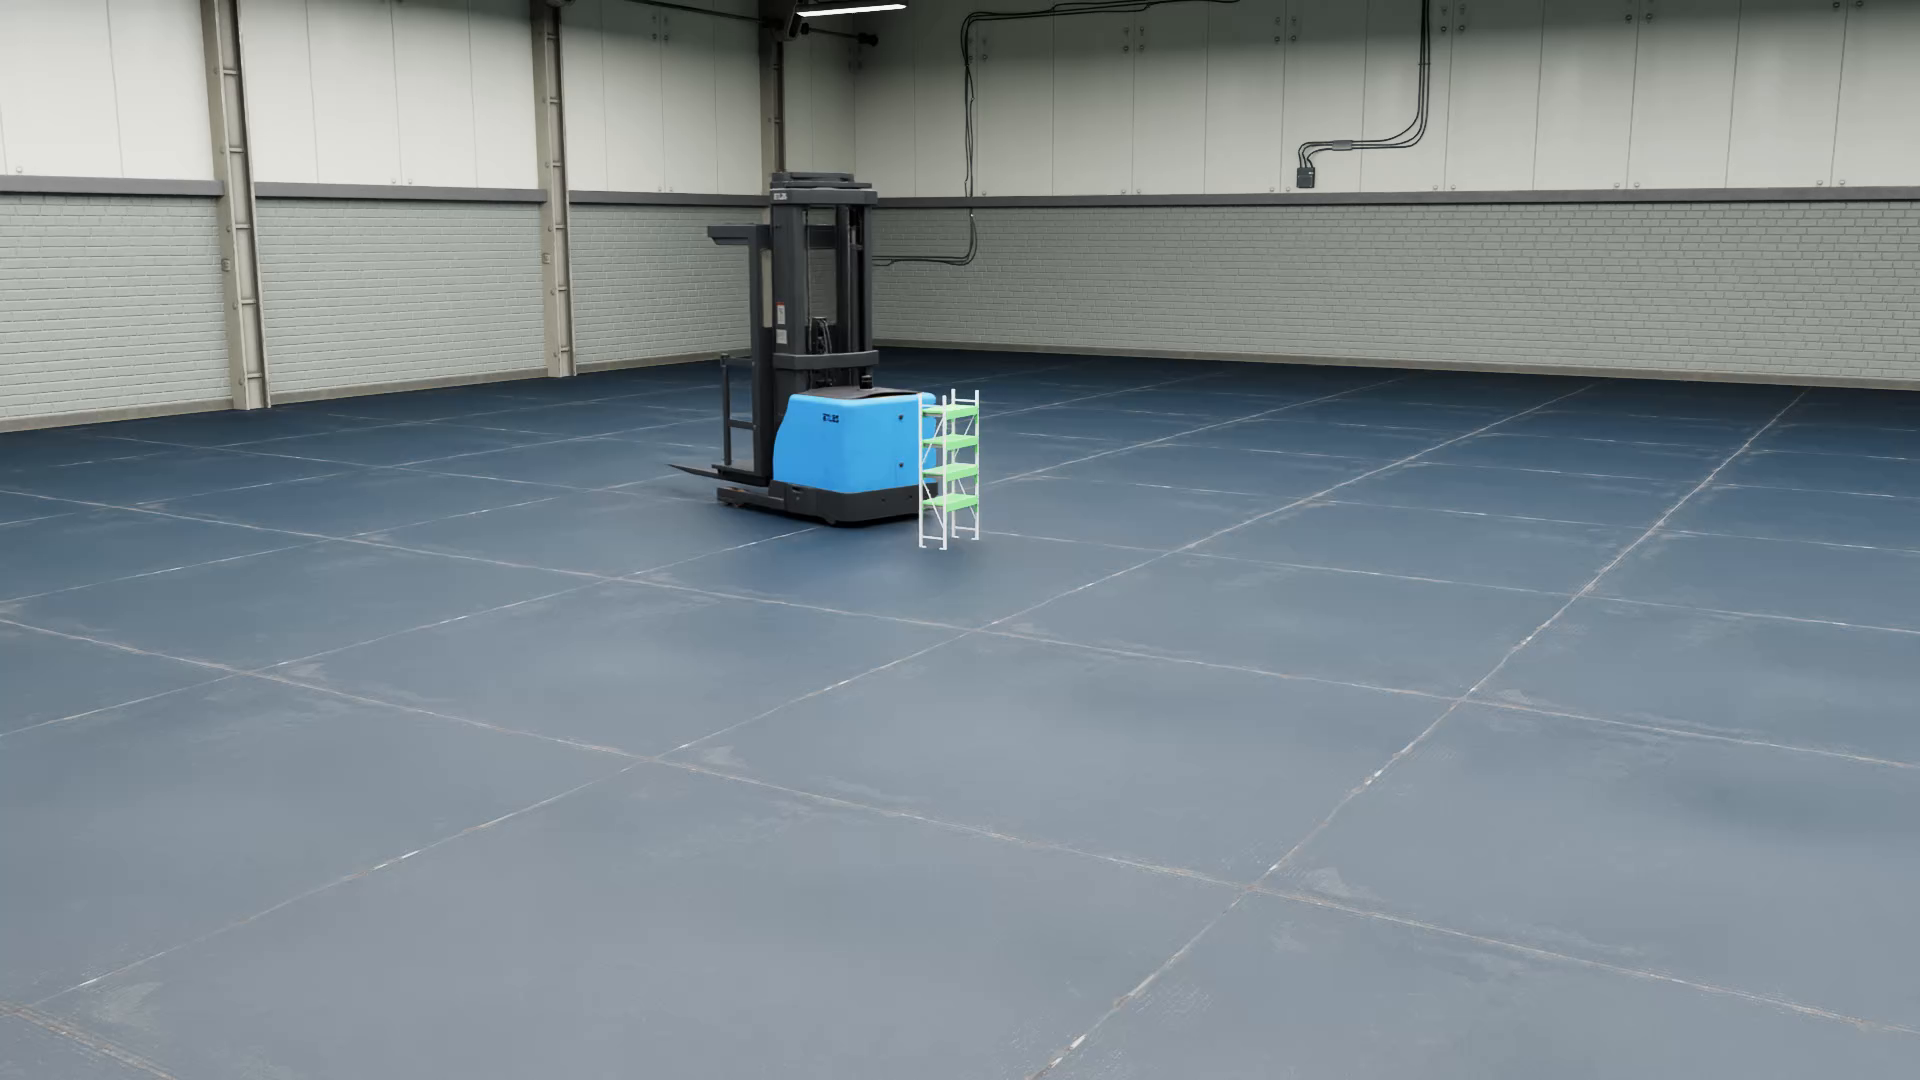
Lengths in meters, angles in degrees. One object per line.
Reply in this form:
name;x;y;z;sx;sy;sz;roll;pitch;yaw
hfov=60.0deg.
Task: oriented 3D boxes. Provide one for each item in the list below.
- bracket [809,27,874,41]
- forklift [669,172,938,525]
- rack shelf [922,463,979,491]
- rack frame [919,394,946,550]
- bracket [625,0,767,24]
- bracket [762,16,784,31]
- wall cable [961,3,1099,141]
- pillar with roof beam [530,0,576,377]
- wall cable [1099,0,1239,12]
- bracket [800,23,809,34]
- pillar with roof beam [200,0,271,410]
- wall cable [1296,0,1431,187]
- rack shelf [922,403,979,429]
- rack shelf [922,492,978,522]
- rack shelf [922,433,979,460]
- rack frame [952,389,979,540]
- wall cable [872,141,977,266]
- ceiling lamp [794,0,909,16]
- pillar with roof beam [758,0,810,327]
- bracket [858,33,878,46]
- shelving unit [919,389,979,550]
bracket;-2.210;-10.233;33.795;0.076;0.066;3.189;6;12;31
forklift;-1.549;-1.783;14.930;1.130;2.935;3.031;-9;14;-41
rack shelf;-0.086;-0.501;13.131;0.258;0.148;0.480;6;12;31
rack frame;-0.213;-0.525;12.914;0.240;1.200;0.015;6;12;31
bracket;-4.902;-9.418;29.438;0.076;0.066;4.783;6;12;31
bracket;-3.564;-9.823;31.603;0.235;0.232;0.430;6;12;31
wall cable;1.319;-9.188;32.704;3.097;2.526;0.112;6;12;31
pillar with roof beam;-3.088;-6.798;25.226;9.100;9.000;0.548;6;12;31
wall cable;3.964;-11.128;30.706;3.097;2.526;0.112;6;12;31
bracket;-3.134;-9.954;32.300;0.235;0.232;0.430;6;12;31
pillar with roof beam;-6.203;-5.854;20.186;9.100;9.000;0.400;6;12;31
wall cable;7.113;-9.252;29.093;2.305;6.003;0.169;6;12;31
rack shelf;-0.086;-0.973;13.043;0.258;0.148;0.480;6;12;31
rack shelf;-0.086;-0.265;13.175;0.258;0.148;0.480;6;12;31
rack shelf;-0.086;-0.737;13.087;0.258;0.148;0.480;6;12;31
rack frame;0.041;-0.602;13.324;0.240;1.200;0.015;6;12;31
wall cable;-0.993;-6.964;34.549;3.097;2.526;0.112;6;12;31
ceiling lamp;-1.599;-9.961;26.257;2.000;3.185;0.800;6;12;31
pillar with roof beam;0.027;-7.742;30.267;9.100;9.000;0.548;6;12;31
bracket;-1.903;-10.326;34.291;0.235;0.232;0.430;6;12;31
shelving unit;-0.086;-0.564;13.119;0.258;1.200;0.503;6;12;31
